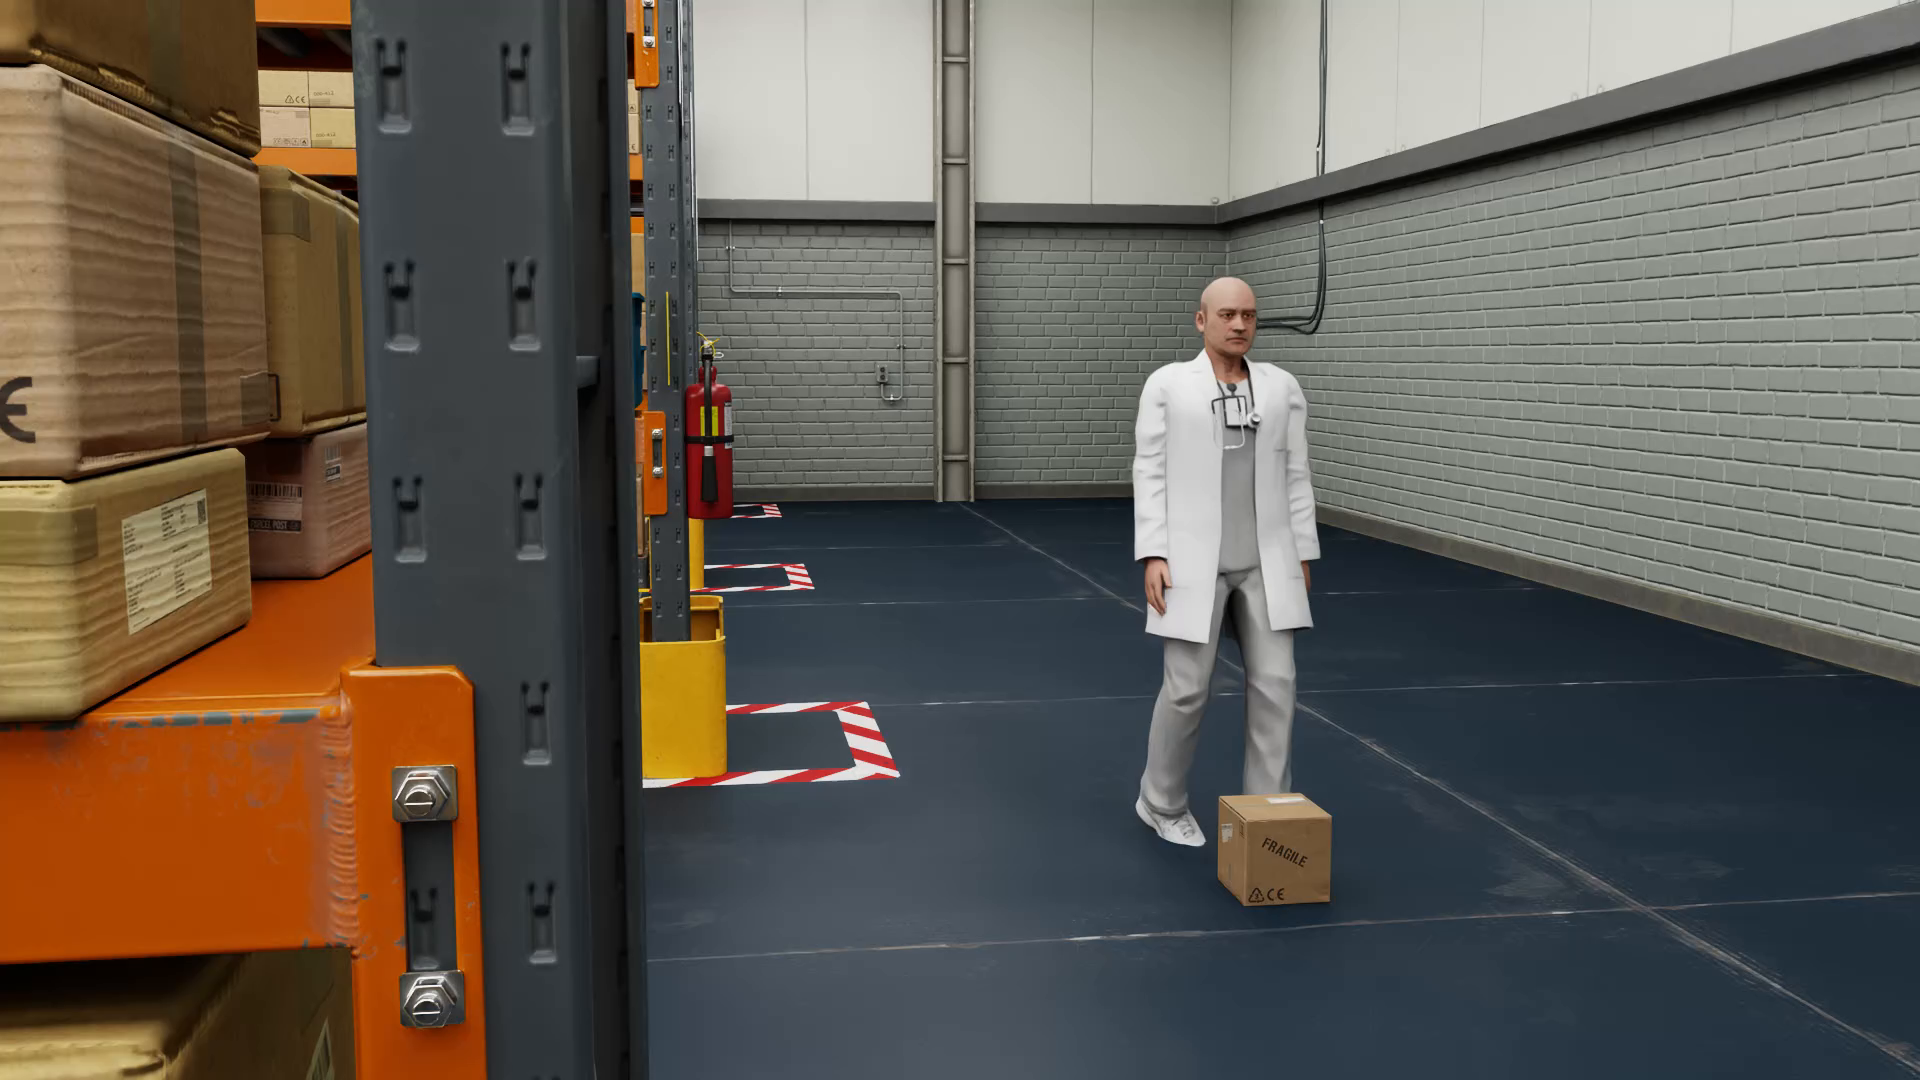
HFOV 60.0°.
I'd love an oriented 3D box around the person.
[{"bbox_3d":[0.844,0.108,5.128,0.598,1.826,0.591,-1,6,-7],"label":"person"}]
